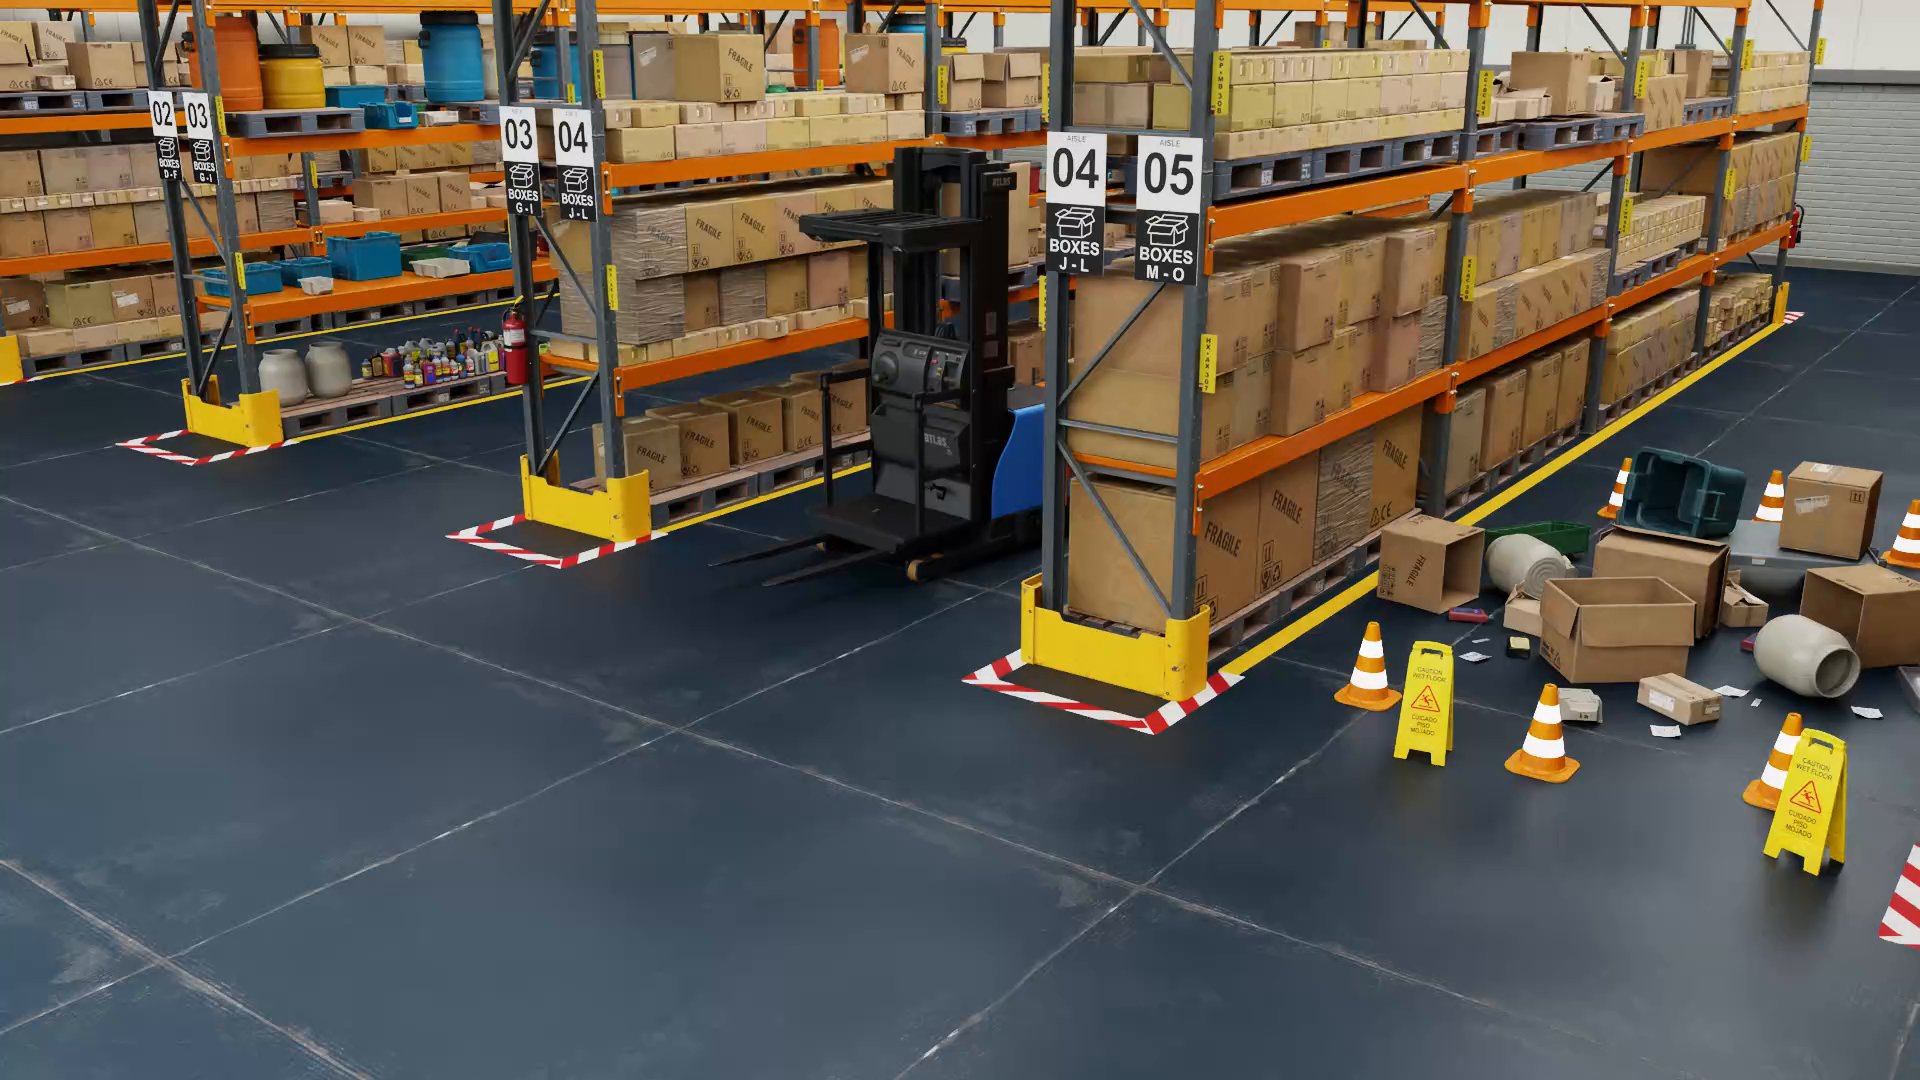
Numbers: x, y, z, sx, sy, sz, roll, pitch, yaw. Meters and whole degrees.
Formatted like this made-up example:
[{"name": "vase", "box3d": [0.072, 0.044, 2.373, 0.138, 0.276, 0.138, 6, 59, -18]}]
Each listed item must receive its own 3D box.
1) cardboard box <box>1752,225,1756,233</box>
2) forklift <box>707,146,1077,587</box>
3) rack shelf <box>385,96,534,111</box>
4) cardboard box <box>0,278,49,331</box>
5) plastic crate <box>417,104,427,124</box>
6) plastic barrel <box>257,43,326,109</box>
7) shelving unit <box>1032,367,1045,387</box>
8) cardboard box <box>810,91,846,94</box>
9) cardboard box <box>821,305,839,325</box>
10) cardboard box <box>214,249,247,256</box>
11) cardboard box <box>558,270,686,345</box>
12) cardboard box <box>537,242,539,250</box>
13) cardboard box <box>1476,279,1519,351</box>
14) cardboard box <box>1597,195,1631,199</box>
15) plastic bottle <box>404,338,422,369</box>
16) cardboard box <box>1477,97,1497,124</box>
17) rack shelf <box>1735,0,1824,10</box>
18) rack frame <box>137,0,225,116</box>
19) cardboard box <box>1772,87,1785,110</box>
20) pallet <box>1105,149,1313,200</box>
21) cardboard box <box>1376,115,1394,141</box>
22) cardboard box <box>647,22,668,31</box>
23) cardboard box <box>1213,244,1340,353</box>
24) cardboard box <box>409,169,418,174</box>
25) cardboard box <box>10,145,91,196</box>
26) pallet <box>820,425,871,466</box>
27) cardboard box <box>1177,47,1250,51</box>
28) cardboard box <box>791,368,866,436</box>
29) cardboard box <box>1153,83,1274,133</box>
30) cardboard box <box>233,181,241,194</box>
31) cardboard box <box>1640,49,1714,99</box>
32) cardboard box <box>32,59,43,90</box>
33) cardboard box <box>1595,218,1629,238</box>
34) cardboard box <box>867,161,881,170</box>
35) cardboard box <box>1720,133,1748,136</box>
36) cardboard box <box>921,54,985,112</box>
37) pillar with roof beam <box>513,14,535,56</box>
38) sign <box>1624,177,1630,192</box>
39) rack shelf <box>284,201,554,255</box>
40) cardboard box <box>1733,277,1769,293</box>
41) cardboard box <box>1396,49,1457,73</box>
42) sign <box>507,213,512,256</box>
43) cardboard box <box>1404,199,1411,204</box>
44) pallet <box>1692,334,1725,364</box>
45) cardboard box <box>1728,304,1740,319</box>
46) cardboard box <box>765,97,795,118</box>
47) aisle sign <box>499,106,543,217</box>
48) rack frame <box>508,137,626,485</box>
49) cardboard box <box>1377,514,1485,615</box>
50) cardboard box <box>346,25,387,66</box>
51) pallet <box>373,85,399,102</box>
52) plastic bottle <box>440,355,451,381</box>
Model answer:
[{"name": "cardboard box", "box3d": [9.666, -3.903, 20.677, 0.380, 0.149, 0.250, 11, 21, 32]}, {"name": "forklift", "box3d": [-0.441, -1.269, 11.889, 3.031, 2.935, 1.130, -16, 24, -42]}, {"name": "rack shelf", "box3d": [-7.363, -5.801, 22.520, 1.077, 0.370, 4.000, 12, 21, 35]}, {"name": "cardboard box", "box3d": [-10.858, -2.709, 19.072, 0.500, 0.500, 0.500, 12, 21, 35]}, {"name": "plastic crate", "box3d": [-5.738, -4.363, 17.035, 0.336, 0.188, 0.450, 12, 21, 35]}, {"name": "plastic barrel", "box3d": [-6.385, -4.423, 15.847, 0.600, 0.588, 0.600, 0, 17, 0]}, {"name": "shelving unit", "box3d": [0.829, -0.813, 13.338, 0.503, 1.200, 0.258, -16, 24, -42]}, {"name": "cardboard box", "box3d": [-1.146, -3.937, 14.886, 0.380, 0.149, 0.250, 11, 20, 32]}, {"name": "cardboard box", "box3d": [-1.278, -1.972, 14.459, 0.380, 0.149, 0.250, 12, 21, 35]}, {"name": "cardboard box", "box3d": [-11.506, -4.551, 25.813, 0.700, 0.500, 0.500, 13, 21, 35]}, {"name": "cardboard box", "box3d": [-2.635, -1.847, 12.964, 0.875, 0.500, 0.500, 12, 21, 35]}, {"name": "cardboard box", "box3d": [-6.286, -4.175, 24.113, 0.500, 0.311, 0.500, 13, 22, 36]}, {"name": "cardboard box", "box3d": [4.152, -1.829, 13.408, 0.500, 0.500, 0.500, 13, 21, 35]}, {"name": "cardboard box", "box3d": [7.168, -3.713, 18.355, 0.380, 0.149, 0.250, 13, 21, 35]}, {"name": "plastic bottle", "box3d": [-5.870, -1.995, 17.834, 0.144, 0.351, 0.185, 13, 22, 37]}, {"name": "cardboard box", "box3d": [3.882, -3.300, 12.604, 0.258, 0.266, 0.396, 12, 21, 34]}, {"name": "rack shelf", "box3d": [9.280, -6.485, 19.672, 1.077, 0.370, 4.000, 12, 21, 35]}, {"name": "rack frame", "box3d": [-6.962, -5.272, 14.546, 1.000, 3.000, 0.127, 12, 21, 35]}, {"name": "cardboard box", "box3d": [9.508, -5.279, 19.879, 0.500, 0.250, 0.500, 14, 22, 37]}, {"name": "pallet", "box3d": [1.372, -2.199, 9.860, 1.003, 0.211, 1.213, 12, 21, 35]}, {"name": "cardboard box", "box3d": [2.604, -2.697, 10.861, 0.380, 0.149, 0.250, 12, 21, 34]}, {"name": "cardboard box", "box3d": [-5.909, -9.595, 31.639, 0.500, 0.500, 0.500, 13, 22, 36]}, {"name": "cardboard box", "box3d": [1.887, -1.556, 10.624, 0.875, 0.550, 0.550, 12, 21, 35]}, {"name": "cardboard box", "box3d": [-9.336, -6.178, 27.970, 0.380, 0.149, 0.250, 12, 21, 34]}, {"name": "cardboard box", "box3d": [-10.309, -4.198, 18.847, 0.700, 0.500, 0.500, 12, 21, 33]}, {"name": "pallet", "box3d": [-0.973, -0.986, 15.563, 1.003, 0.211, 1.213, 12, 21, 35]}, {"name": "cardboard box", "box3d": [2.982, -5.609, 19.809, 0.797, 0.503, 0.637, 12, 21, 34]}, {"name": "cardboard box", "box3d": [-1.207, -1.265, 15.266, 0.500, 0.500, 0.500, -12, 21, -33]}, {"name": "cardboard box", "box3d": [1.432, -2.452, 9.397, 0.500, 0.250, 0.500, 12, 21, 35]}, {"name": "cardboard box", "box3d": [-9.004, -4.306, 20.290, 0.380, 0.149, 0.250, 12, 21, 35]}, {"name": "cardboard box", "box3d": [7.774, -5.099, 18.171, 0.700, 0.500, 0.500, 12, 21, 35]}, {"name": "cardboard box", "box3d": [-12.949, -6.318, 22.769, 0.500, 0.500, 0.500, 10, 20, 30]}, {"name": "cardboard box", "box3d": [6.294, -3.041, 16.191, 0.380, 0.149, 0.250, 12, 21, 33]}, {"name": "cardboard box", "box3d": [-1.759, -6.862, 29.615, 0.500, 0.500, 0.500, 13, 21, 35]}, {"name": "cardboard box", "box3d": [9.696, -4.928, 21.197, 0.500, 0.500, 0.500, 13, 22, 36]}, {"name": "cardboard box", "box3d": [-0.242, -4.261, 15.467, 0.797, 0.503, 0.637, 11, 20, 32]}, {"name": "pillar with roof beam", "box3d": [-4.589, -9.439, 27.966, 9.100, 9.000, 0.400, 12, 21, 35]}, {"name": "sign", "box3d": [7.648, -3.996, 19.095, 0.100, 0.325, 0.005, 12, 21, 35]}, {"name": "rack shelf", "box3d": [-7.363, -4.368, 22.965, 1.077, 0.370, 4.000, 12, 21, 35]}, {"name": "cardboard box", "box3d": [10.112, -3.260, 21.280, 0.380, 0.149, 0.250, 12, 21, 33]}, {"name": "cardboard box", "box3d": [3.209, -3.321, 11.526, 0.380, 0.149, 0.250, 12, 21, 34]}, {"name": "sign", "box3d": [-3.418, -2.338, 12.730, 0.100, 0.325, 0.005, 12, 21, 35]}, {"name": "cardboard box", "box3d": [6.296, -4.957, 24.072, 0.380, 0.149, 0.250, 12, 21, 35]}, {"name": "pallet", "box3d": [8.460, -2.323, 19.870, 1.003, 0.211, 1.213, 12, 21, 35]}, {"name": "cardboard box", "box3d": [9.304, -2.814, 20.346, 0.380, 0.149, 0.250, 12, 21, 34]}, {"name": "cardboard box", "box3d": [-1.575, -3.543, 13.619, 0.380, 0.149, 0.250, 11, 21, 33]}, {"name": "aisle sign", "box3d": [-3.263, -2.811, 12.355, 0.394, 0.787, 0.004, 12, 21, 35]}, {"name": "rack frame", "box3d": [-2.985, -1.531, 12.617, 1.000, 3.000, 0.127, 12, 21, 35]}, {"name": "cardboard box", "box3d": [3.221, 0.160, 11.381, 0.500, 0.500, 0.500, -16, 23, -41]}, {"name": "cardboard box", "box3d": [-7.835, -6.435, 21.629, 0.500, 0.500, 0.500, 15, 23, 40]}, {"name": "pallet", "box3d": [-8.040, -5.789, 21.592, 0.805, 0.209, 1.217, 11, 21, 33]}, {"name": "plastic bottle", "box3d": [-5.368, -1.796, 17.328, 0.097, 0.271, 0.097, 0, 17, 0]}]
